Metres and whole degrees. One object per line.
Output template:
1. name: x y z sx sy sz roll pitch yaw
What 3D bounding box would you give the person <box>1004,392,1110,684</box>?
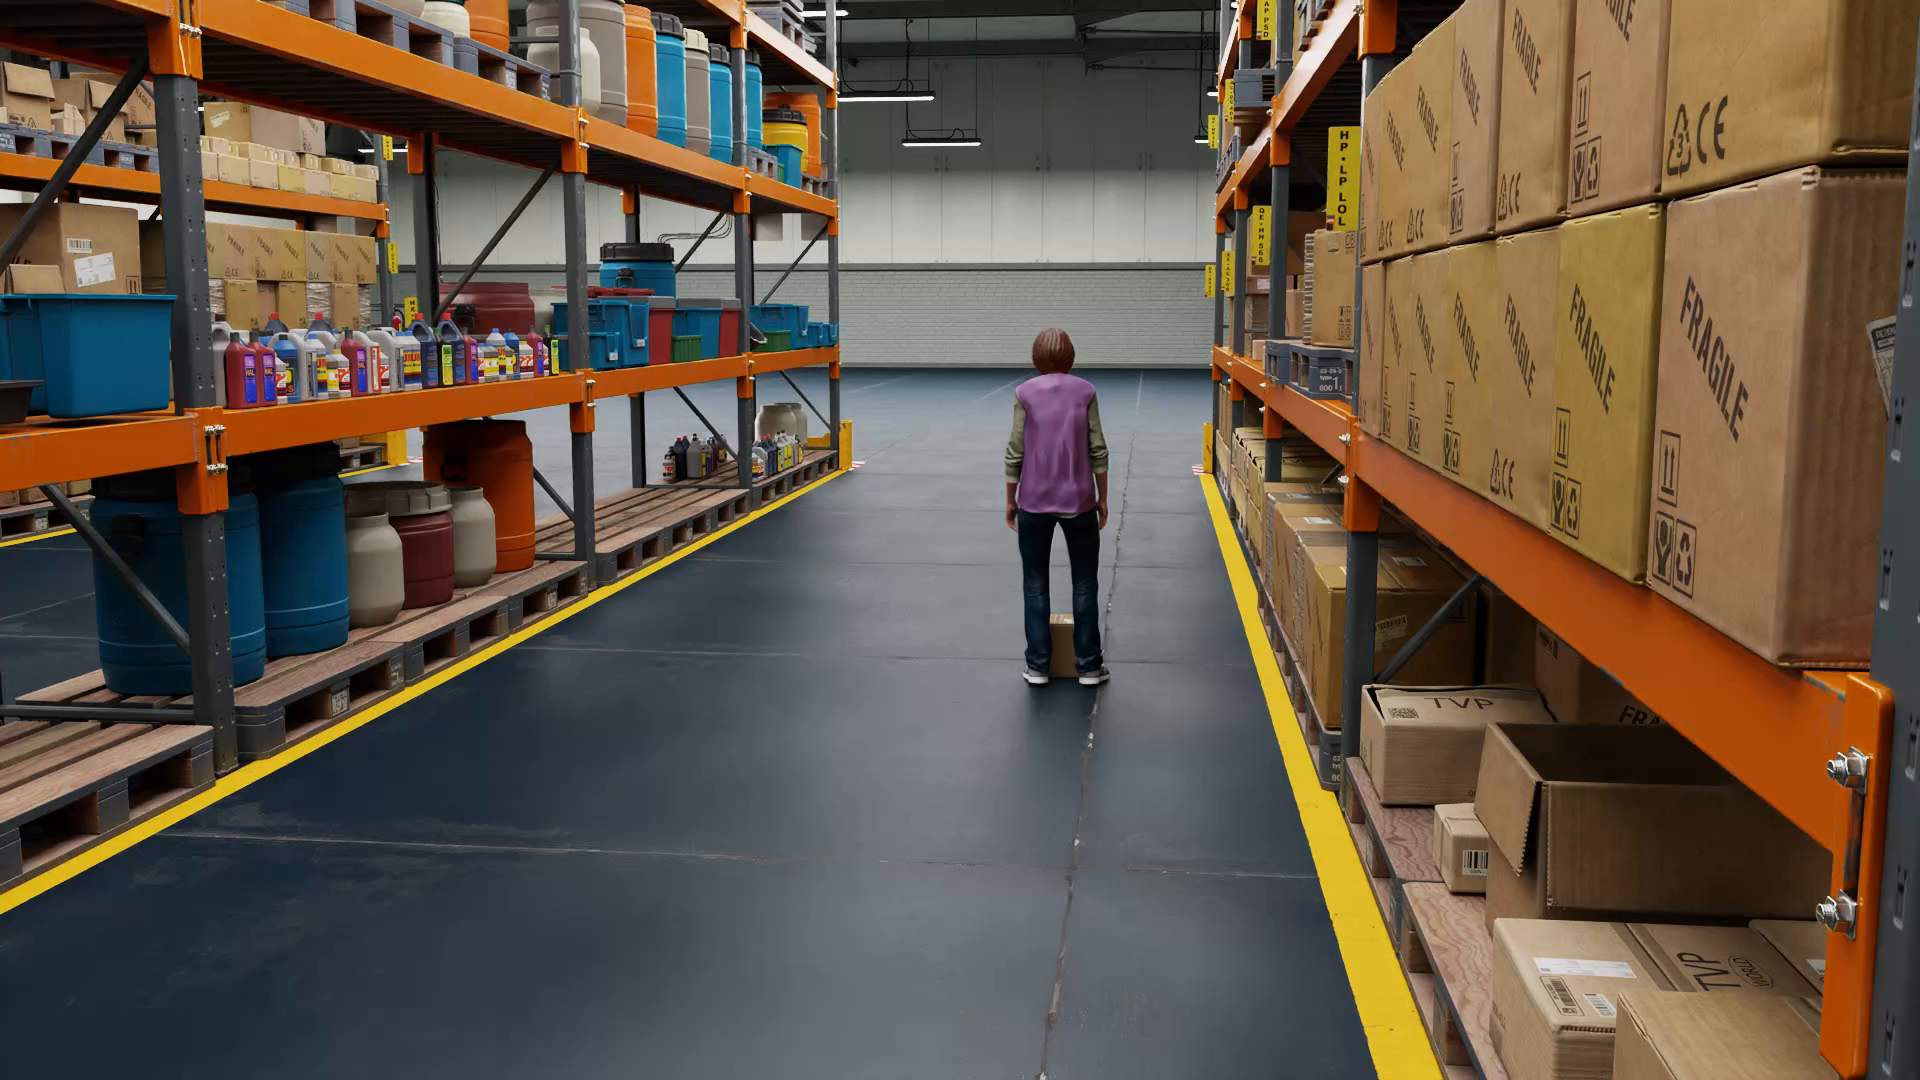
1. person: 0.437 -0.026 7.423 0.482 1.352 0.330 0 8 3
